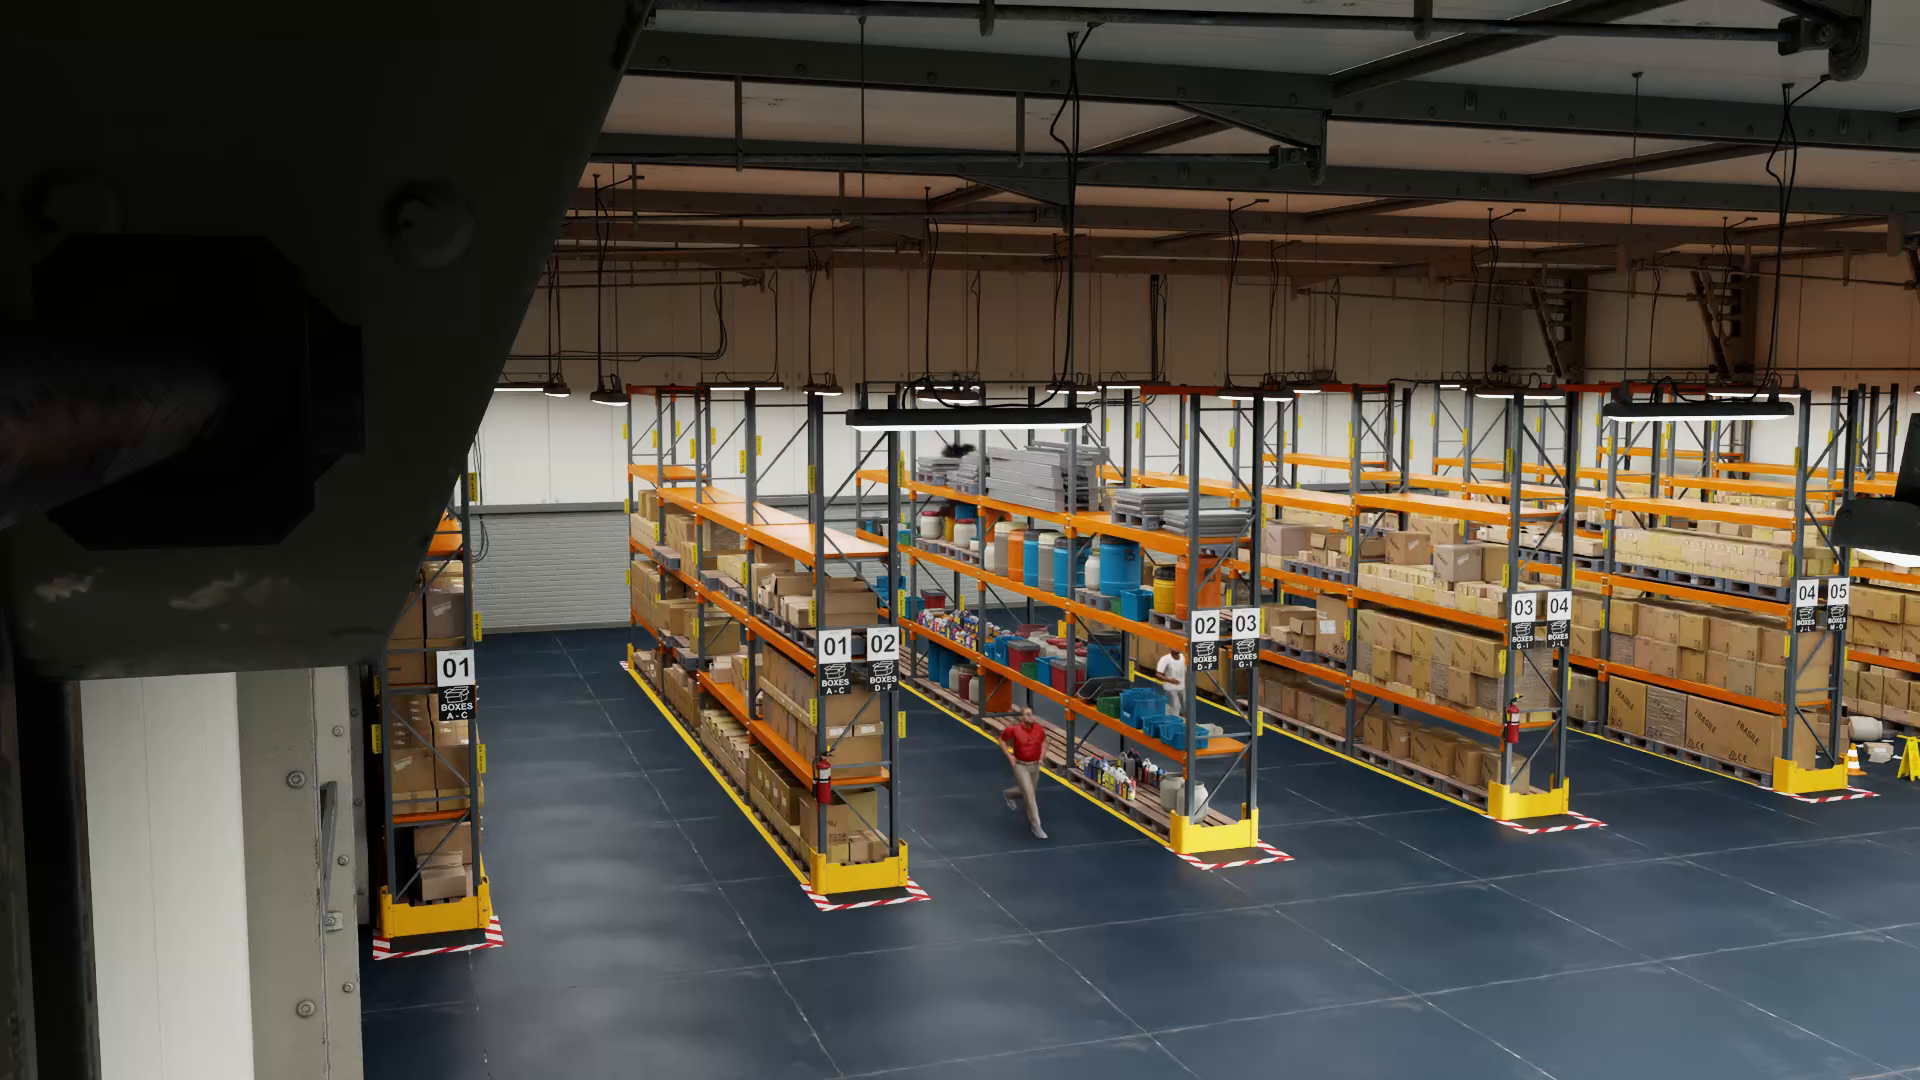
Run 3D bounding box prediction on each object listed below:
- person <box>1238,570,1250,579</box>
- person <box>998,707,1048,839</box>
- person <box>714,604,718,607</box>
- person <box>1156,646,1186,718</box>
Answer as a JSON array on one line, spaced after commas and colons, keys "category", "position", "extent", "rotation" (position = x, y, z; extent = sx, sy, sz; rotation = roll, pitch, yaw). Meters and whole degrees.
[{"category": "person", "position": [6.886, 1.221, 41.027], "extent": [0.794, 1.841, 0.706], "rotation": [-4, 7, -31]}, {"category": "person", "position": [0.908, 3.150, 22.847], "extent": [0.631, 1.742, 1.114], "rotation": [-4, 7, -35]}, {"category": "person", "position": [-5.370, 1.740, 36.170], "extent": [0.746, 1.762, 0.718], "rotation": [2, 6, 16]}, {"category": "person", "position": [3.699, 2.537, 28.395], "extent": [0.770, 1.721, 0.526], "rotation": [-4, 7, -32]}]
